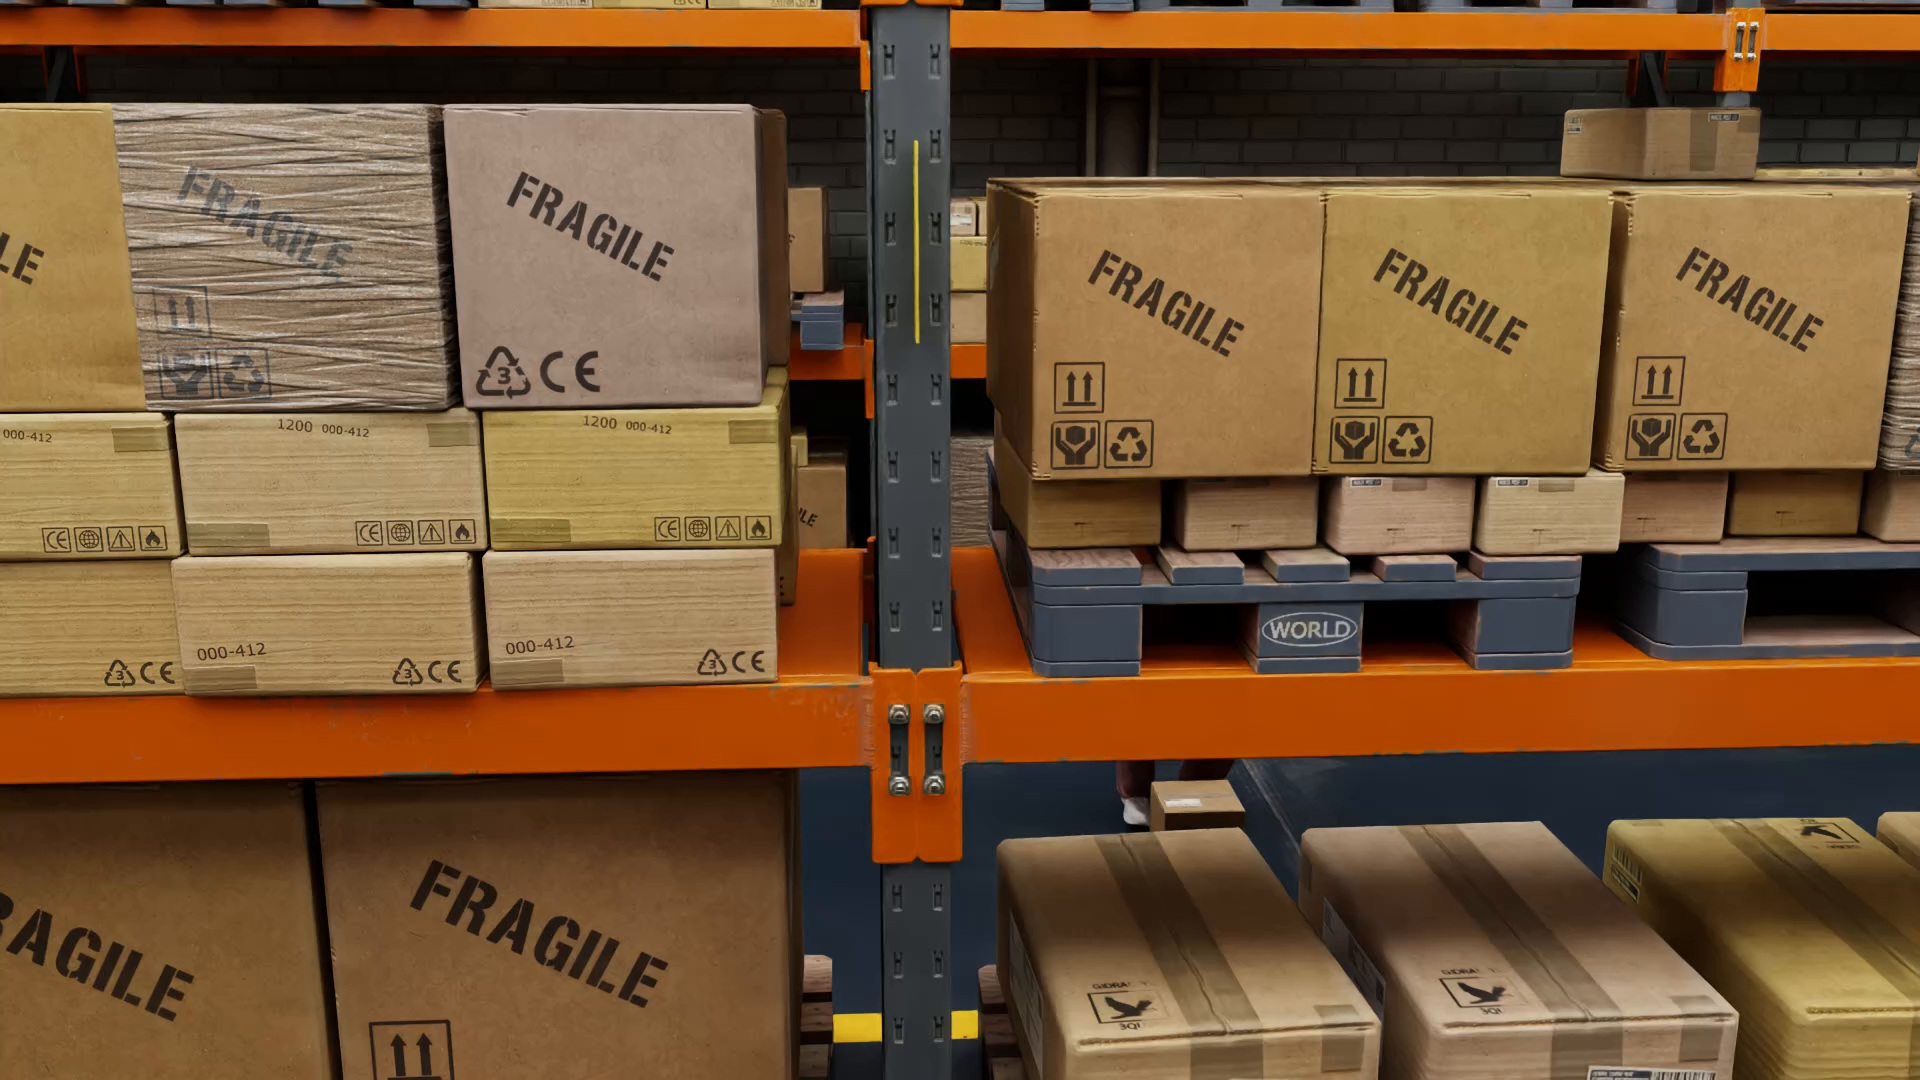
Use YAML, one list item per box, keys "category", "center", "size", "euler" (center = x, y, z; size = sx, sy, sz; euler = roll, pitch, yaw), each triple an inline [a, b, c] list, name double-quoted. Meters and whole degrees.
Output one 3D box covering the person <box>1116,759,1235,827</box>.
- category: "person"
  center: [0.755, 0.303, 5.485]
  size: [0.511, 1.333, 0.668]
  euler: [-1, 14, -3]
